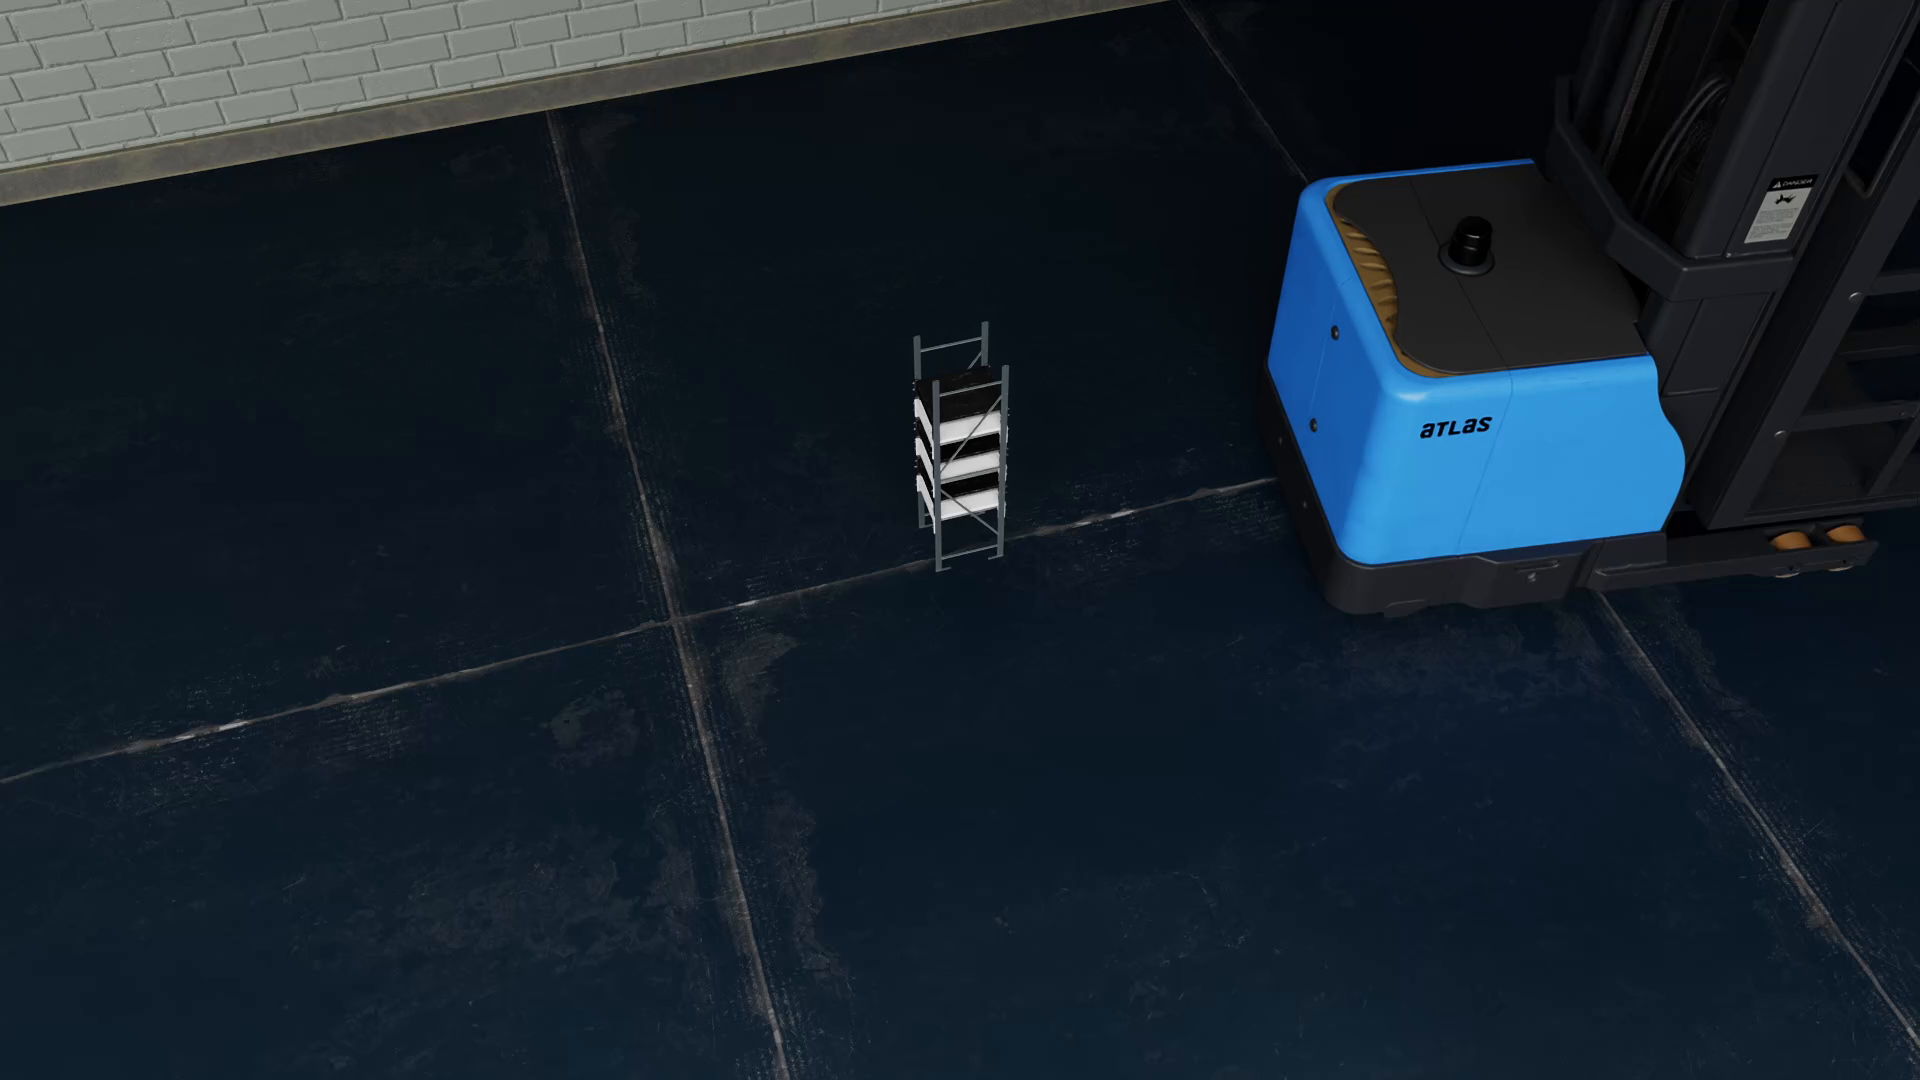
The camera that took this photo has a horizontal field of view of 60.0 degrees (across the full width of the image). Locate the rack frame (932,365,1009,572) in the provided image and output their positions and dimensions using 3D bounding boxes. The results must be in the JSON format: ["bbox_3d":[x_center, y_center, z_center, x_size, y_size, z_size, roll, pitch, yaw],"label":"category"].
[{"bbox_3d":[0.032,-0.210,5.338,0.240,0.900,0.006,-13,51,-11],"label":"rack frame"}]

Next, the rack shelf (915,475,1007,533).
[{"bbox_3d":[0.002,-0.147,5.564,0.258,0.077,0.200,-13,51,-11],"label":"rack shelf"}]

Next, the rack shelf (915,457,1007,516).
[{"bbox_3d":[0.002,-0.205,5.495,0.258,0.077,0.200,-13,51,-11],"label":"rack shelf"}]

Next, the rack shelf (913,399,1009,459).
[{"bbox_3d":[0.002,-0.379,5.289,0.258,0.077,0.200,-13,51,-11],"label":"rack shelf"}]

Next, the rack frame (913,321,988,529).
[{"bbox_3d":[-0.028,-0.358,5.464,0.240,0.900,0.006,-13,51,-11],"label":"rack frame"}]

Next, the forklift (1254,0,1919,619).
[{"bbox_3d":[2.632,-1.212,4.855,3.031,2.935,1.130,-7,50,-6],"label":"forklift"}]

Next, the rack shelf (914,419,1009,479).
[{"bbox_3d":[0.002,-0.321,5.358,0.258,0.077,0.200,-13,51,-11],"label":"rack shelf"}]

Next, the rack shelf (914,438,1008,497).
[{"bbox_3d":[0.002,-0.263,5.426,0.258,0.077,0.200,-13,51,-11],"label":"rack shelf"}]

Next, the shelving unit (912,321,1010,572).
[{"bbox_3d":[0.002,-0.284,5.401,0.258,0.900,0.210,-13,51,-11],"label":"shelving unit"}]

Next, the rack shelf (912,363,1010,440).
[{"bbox_3d":[0.002,-0.437,5.220,0.258,0.077,0.200,-13,51,-11],"label":"rack shelf"}]
